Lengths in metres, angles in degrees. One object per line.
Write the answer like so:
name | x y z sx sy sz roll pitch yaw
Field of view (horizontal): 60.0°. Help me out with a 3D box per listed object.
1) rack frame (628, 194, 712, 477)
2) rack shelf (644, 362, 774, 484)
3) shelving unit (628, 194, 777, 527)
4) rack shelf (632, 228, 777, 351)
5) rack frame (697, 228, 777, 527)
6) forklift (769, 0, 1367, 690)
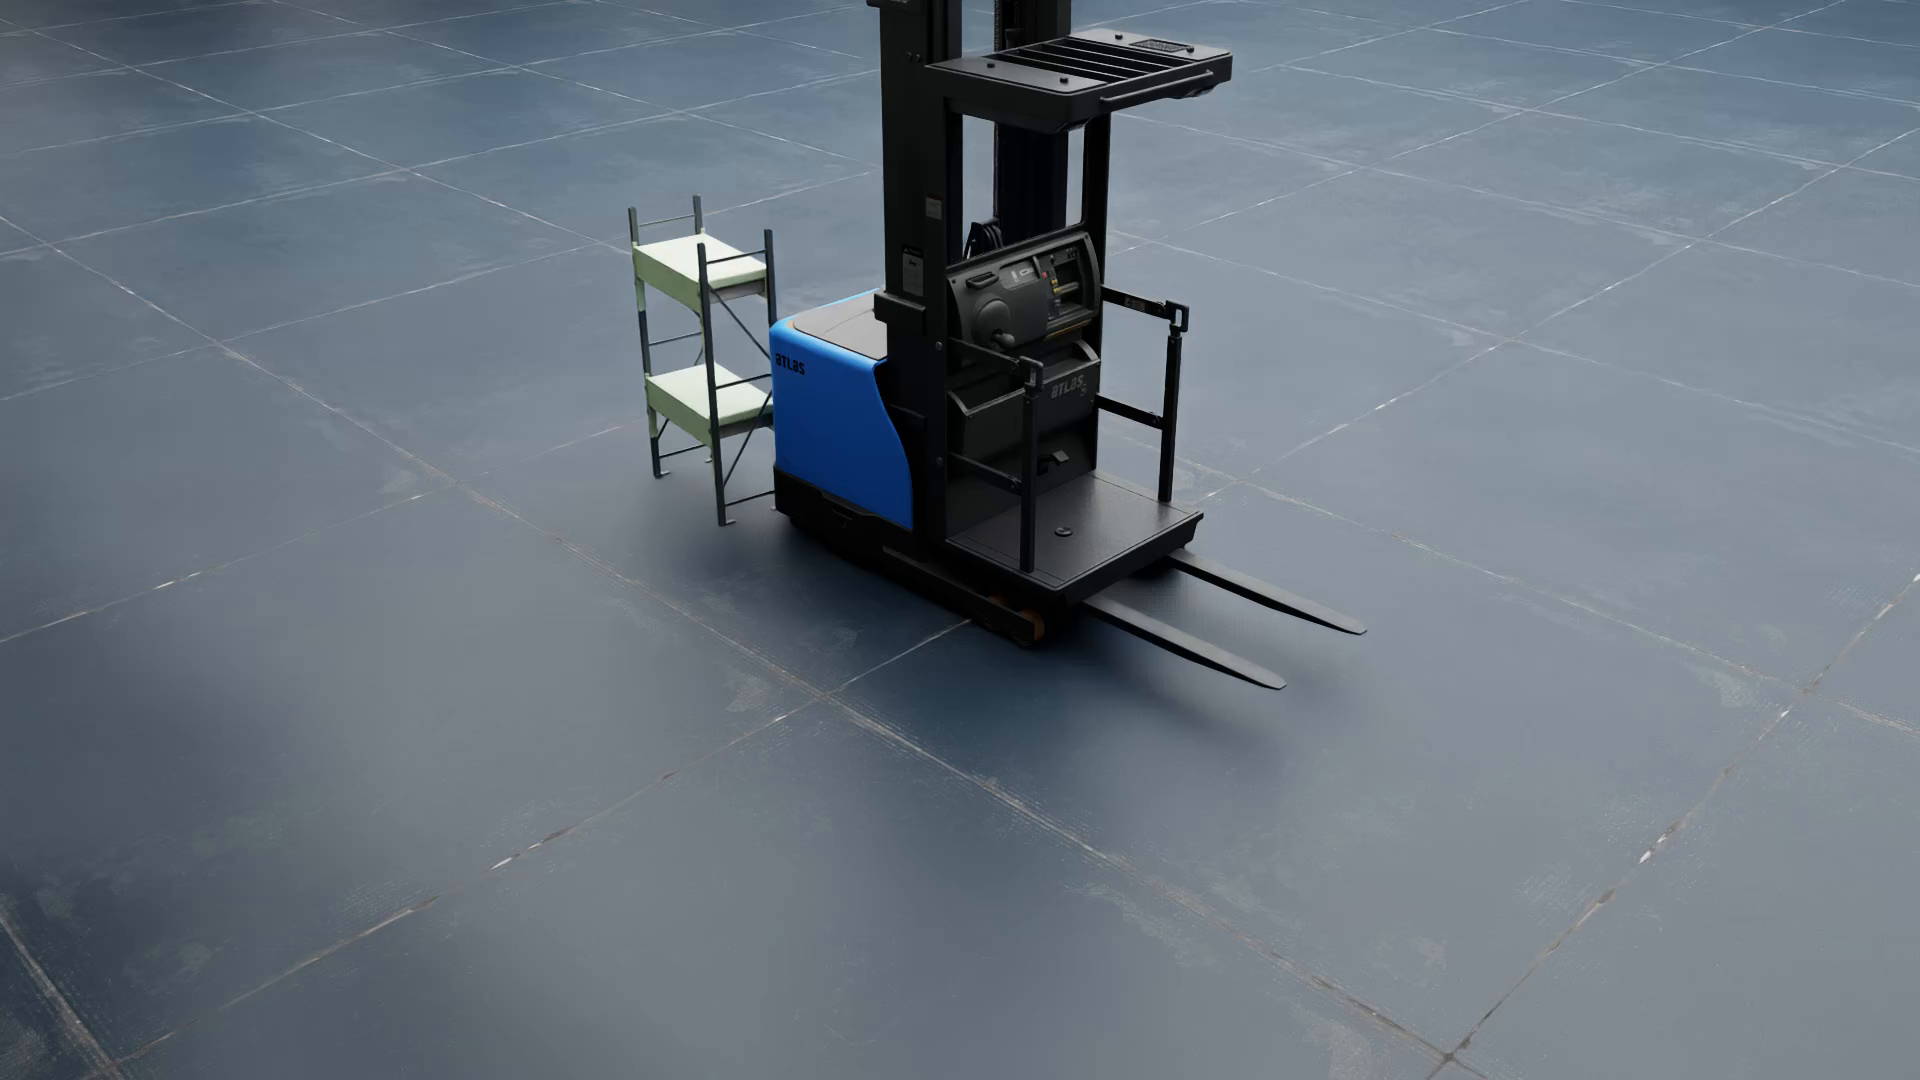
rack frame | -1.509 -1.067 8.843 0.400 1.500 0.023 -19 33 -31
rack shelf | -1.293 -0.641 8.732 0.431 0.370 0.720 -19 33 -31
shelving unit | -1.294 -0.930 8.581 0.431 1.500 0.755 -19 33 -31
rack shelf | -1.294 -1.275 8.400 0.431 0.370 0.720 -19 33 -31
rack frame | -1.079 -0.792 8.318 0.400 1.500 0.023 -19 33 -31
forklift | 0.452 -1.093 7.355 3.031 2.935 1.130 24 36 38
